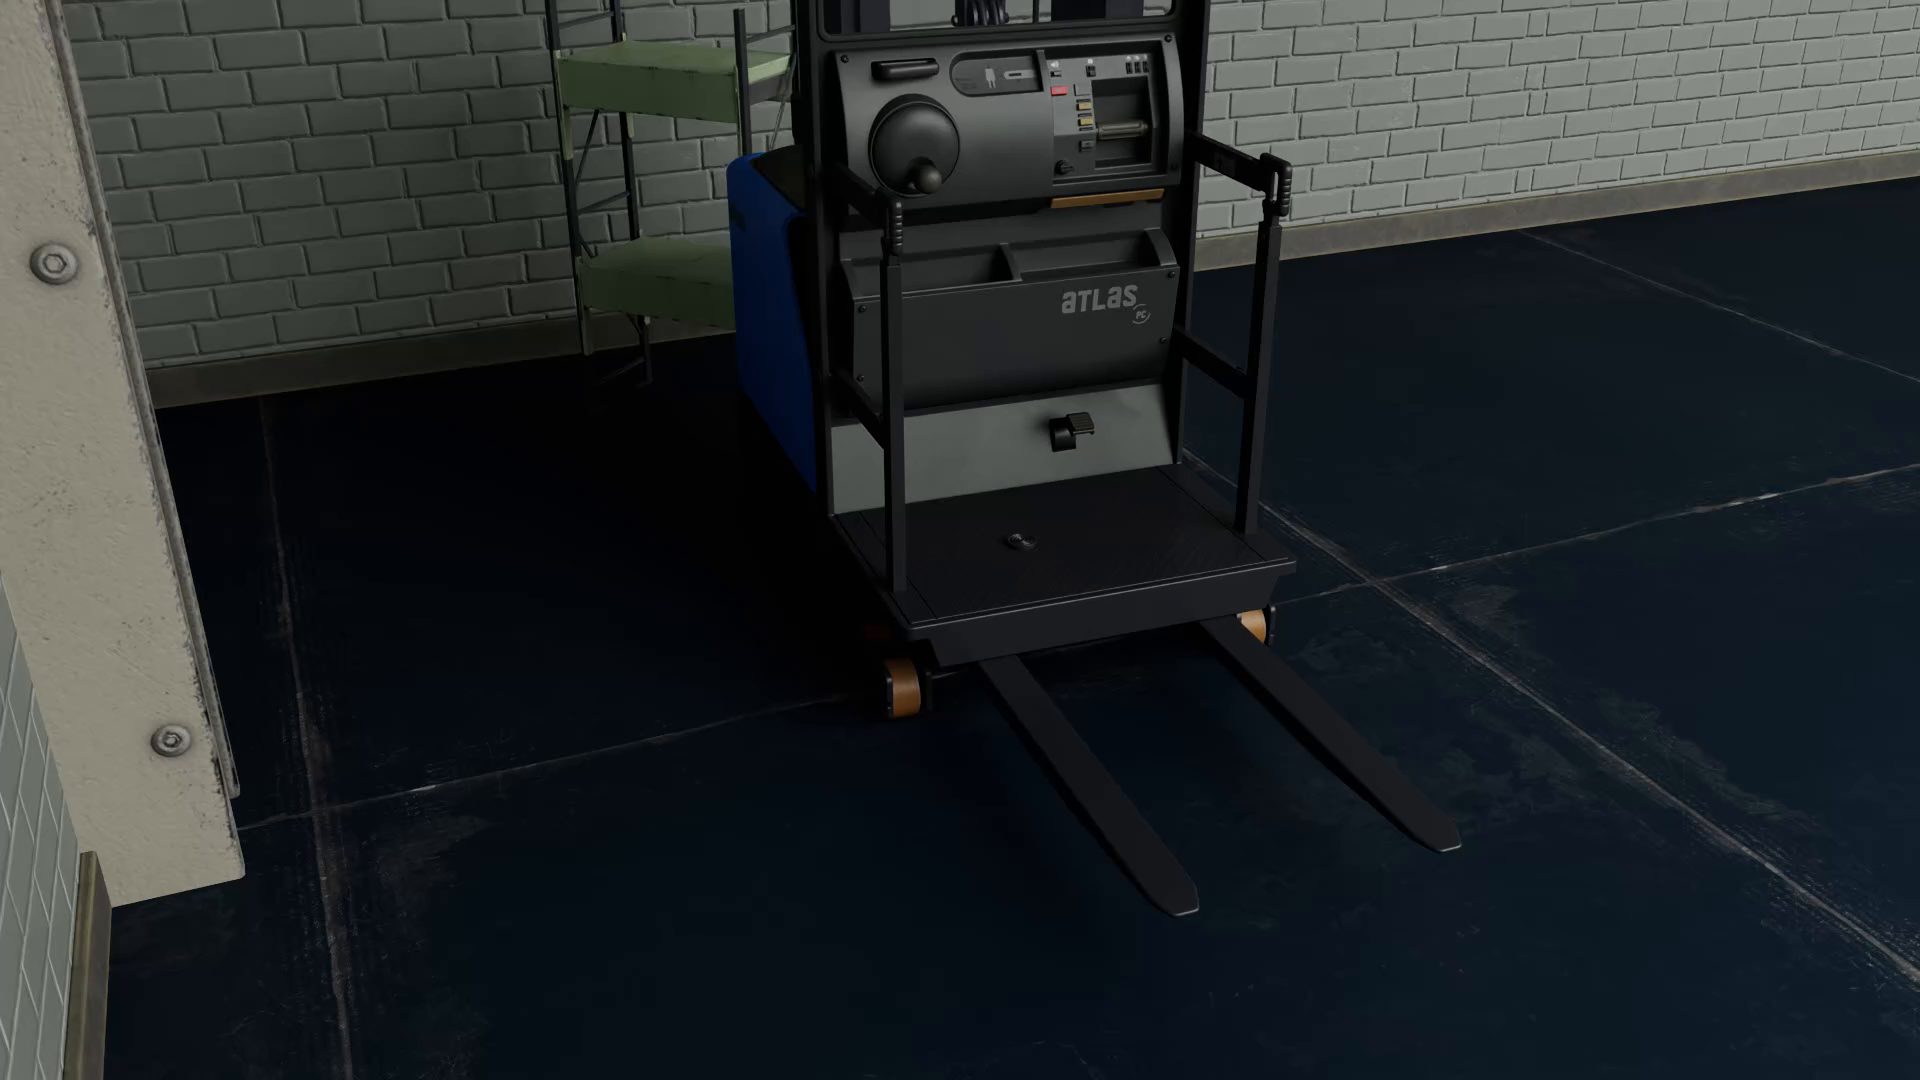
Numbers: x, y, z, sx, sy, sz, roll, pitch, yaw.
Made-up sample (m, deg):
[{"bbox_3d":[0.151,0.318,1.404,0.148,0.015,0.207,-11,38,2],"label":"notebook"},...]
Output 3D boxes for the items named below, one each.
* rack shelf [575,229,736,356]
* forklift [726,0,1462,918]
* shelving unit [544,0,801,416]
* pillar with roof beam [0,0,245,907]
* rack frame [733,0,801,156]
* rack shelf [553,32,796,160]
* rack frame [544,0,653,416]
[{"bbox_3d":[-0.963,-0.861,6.047,0.720,0.370,0.431,11,28,22],"label":"rack shelf"},{"bbox_3d":[0.214,-1.058,4.075,1.130,2.935,3.031,-9,27,-18],"label":"forklift"},{"bbox_3d":[-0.963,-1.154,5.904,0.755,1.500,0.431,11,28,22],"label":"shelving unit"},{"bbox_3d":[2.146,-4.085,3.361,9.100,9.000,0.400,-11,28,-21],"label":"pillar with roof beam"},{"bbox_3d":[-0.629,-1.088,5.769,0.023,1.500,0.400,11,28,22],"label":"rack frame"},{"bbox_3d":[-0.964,-1.504,5.732,0.720,0.370,0.431,11,28,22],"label":"rack shelf"},{"bbox_3d":[-1.298,-1.219,6.038,0.023,1.500,0.400,11,28,22],"label":"rack frame"}]
